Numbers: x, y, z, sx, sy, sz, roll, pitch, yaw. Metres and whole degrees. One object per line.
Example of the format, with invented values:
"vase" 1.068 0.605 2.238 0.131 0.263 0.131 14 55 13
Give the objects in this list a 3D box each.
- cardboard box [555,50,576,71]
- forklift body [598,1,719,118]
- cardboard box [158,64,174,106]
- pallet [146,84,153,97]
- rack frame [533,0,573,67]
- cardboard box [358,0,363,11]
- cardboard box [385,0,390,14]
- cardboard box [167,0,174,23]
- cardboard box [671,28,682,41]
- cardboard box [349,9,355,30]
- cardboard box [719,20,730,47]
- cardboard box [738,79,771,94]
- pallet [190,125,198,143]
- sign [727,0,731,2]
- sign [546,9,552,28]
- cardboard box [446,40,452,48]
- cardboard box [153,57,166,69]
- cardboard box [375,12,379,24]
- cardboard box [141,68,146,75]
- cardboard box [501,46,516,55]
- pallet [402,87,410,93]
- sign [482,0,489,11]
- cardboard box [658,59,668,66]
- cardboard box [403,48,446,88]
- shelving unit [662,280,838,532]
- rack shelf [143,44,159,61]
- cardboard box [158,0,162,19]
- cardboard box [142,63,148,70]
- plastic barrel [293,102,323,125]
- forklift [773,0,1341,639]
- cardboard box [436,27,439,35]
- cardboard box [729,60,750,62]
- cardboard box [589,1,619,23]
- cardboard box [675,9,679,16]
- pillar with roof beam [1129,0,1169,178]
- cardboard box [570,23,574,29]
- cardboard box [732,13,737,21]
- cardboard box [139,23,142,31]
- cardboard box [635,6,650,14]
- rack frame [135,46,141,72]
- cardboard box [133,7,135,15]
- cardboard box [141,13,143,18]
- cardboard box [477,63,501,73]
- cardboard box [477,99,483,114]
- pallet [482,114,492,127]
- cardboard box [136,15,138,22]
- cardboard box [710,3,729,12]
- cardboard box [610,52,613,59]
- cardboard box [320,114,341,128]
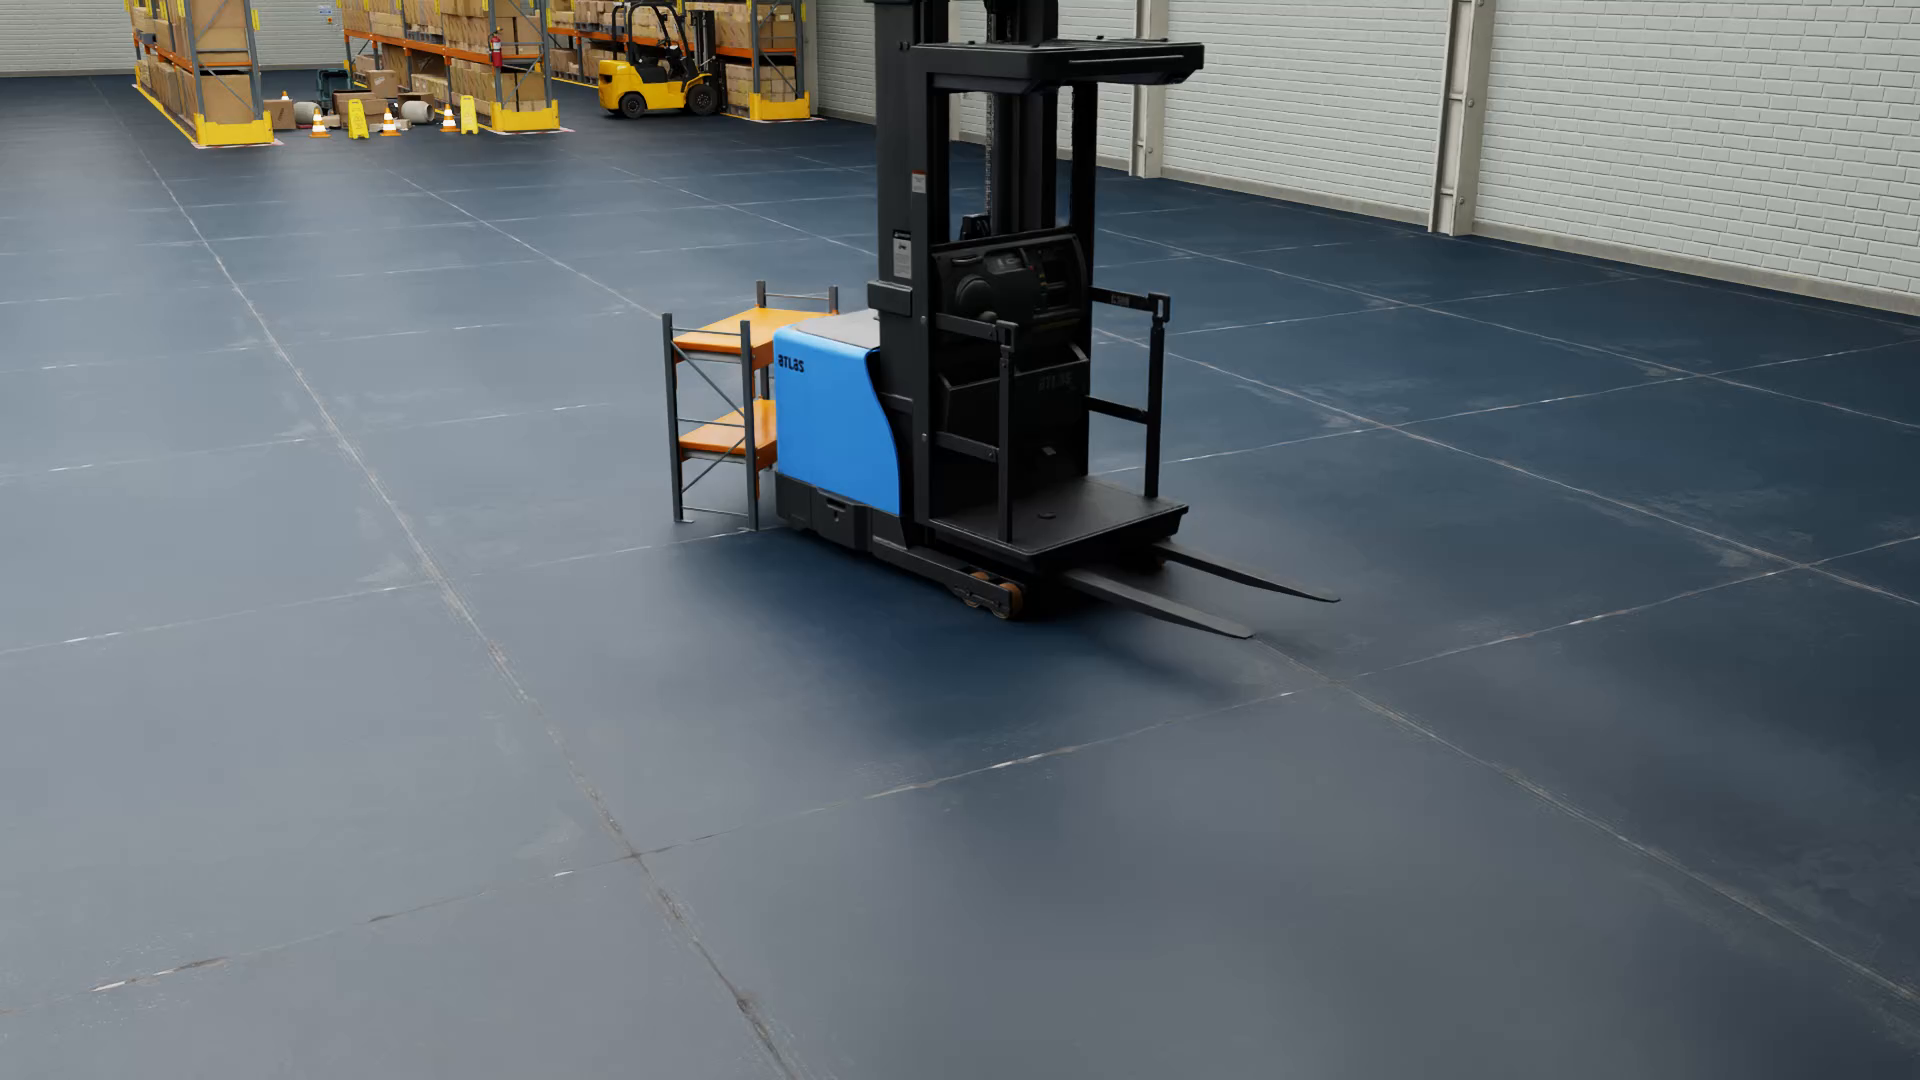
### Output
"cardboard box" -10.386 -12.682 43.973 0.500 0.500 0.500 -10 21 -26
"forklift body" -6.036 -9.541 32.985 2.313 2.155 1.214 -10 21 -27
"cardboard box" -15.376 -9.108 33.232 1.050 0.750 0.750 -10 21 -26
"pallet" -18.254 -10.429 38.532 1.003 0.211 1.213 -10 21 -27
"rack frame" -11.128 -14.274 45.399 1.000 3.000 0.127 -10 21 -27
"cardboard box" -14.296 -13.115 40.355 0.500 0.500 0.500 -10 22 -27
"cardboard box" -12.652 -12.125 37.485 0.500 0.500 0.500 -10 21 -27
"cardboard box" -13.960 -9.734 30.356 0.875 0.550 0.550 -10 21 -27
"cardboard box" -5.899 -10.862 35.742 0.500 0.250 0.500 -9 21 -25
"cardboard box" -15.029 -13.079 41.784 0.500 0.500 0.500 -10 21 -27
"cardboard box" -4.477 -10.126 33.225 0.500 0.500 0.500 -10 22 -28
"cardboard box" -4.037 -8.907 32.651 0.500 0.250 0.500 -10 22 -27
"pallet" -12.654 -7.014 28.636 1.003 0.211 1.213 -10 21 -27
"sign" -4.942 -11.362 35.512 0.100 0.325 0.005 -10 21 -27
"sign" -7.419 -9.404 29.959 0.100 0.325 0.005 -10 21 -27
"cardboard box" -9.929 -9.800 32.820 0.380 0.149 0.250 -10 21 -27
"cardboard box" -17.036 -10.230 35.720 0.500 0.250 0.500 -9 21 -25
"cardboard box" -13.362 -12.206 38.869 0.500 0.250 0.500 -10 21 -26
"cardboard box" -19.479 -11.275 39.979 0.380 0.149 0.250 -9 21 -25
"cardboard box" -8.263 -8.866 30.113 0.380 0.149 0.250 -9 21 -25
"pallet" -12.004 -10.127 37.657 1.003 0.211 1.213 -10 21 -27
"sign" -8.395 -9.527 29.384 0.100 0.325 0.005 -10 21 -27
"cardboard box" -6.408 -10.493 37.437 0.875 0.625 0.625 -11 22 -29
"cardboard box" -11.951 -10.613 37.402 0.875 0.875 0.875 -10 22 -27
"shelving unit" -1.110 -0.762 9.115 0.538 1.125 1.048 7 20 21
"rack shelf" -16.954 -10.646 35.987 1.077 0.370 4.000 -10 21 -27
"cardboard box" -15.800 -10.801 33.649 0.700 0.500 0.500 -10 21 -27
"cardboard box" -18.986 -11.117 39.065 0.380 0.149 0.250 -11 22 -29
"plastic barrel" -12.216 -7.958 31.044 0.512 0.421 0.421 4 19 11
"forklift" 0.391 -1.212 7.650 1.130 2.935 3.031 -17 25 -40
"cardboard box" -10.393 -10.322 33.689 0.380 0.149 0.250 -11 22 -28
"cardboard box" -4.544 -9.799 34.468 0.500 0.250 0.500 -10 21 -26
"cardboard box" -8.577 -12.824 40.400 0.700 0.500 0.500 -10 21 -27
"cardboard box" -5.926 -11.318 35.685 0.380 0.149 0.250 -10 22 -27
"pillar with roof beam" -1.158 -8.745 20.178 9.100 9.000 0.400 -10 21 -27
"cardboard box" -9.745 -13.131 42.471 0.380 0.149 0.250 -9 21 -25
"cardboard box" -4.266 -10.317 32.783 0.380 0.149 0.250 -10 21 -27
"cardboard box" -17.380 -11.009 35.677 0.380 0.149 0.250 -11 22 -29
"cardboard box" -7.165 -12.048 37.800 0.380 0.149 0.250 -9 21 -25
"rack frame" -19.803 -12.708 40.862 1.000 3.000 0.127 -10 21 -27
"cardboard box" -18.121 -11.737 36.875 0.380 0.149 0.250 -9 21 -24
"cardboard box" -16.882 -10.990 34.711 0.380 0.149 0.250 -9 21 -25
"cardboard box" -8.740 -8.755 30.833 0.380 0.149 0.250 -9 21 -25
"cardboard box" -8.756 -8.150 31.223 0.500 0.250 0.500 -10 21 -26
"pallet" -8.288 -7.853 31.067 1.003 0.211 1.213 -10 21 -27
"cardboard box" -17.749 -11.373 36.278 0.380 0.149 0.250 -11 22 -29
"cardboard box" -4.858 -10.829 33.811 0.380 0.149 0.250 -10 21 -27
"cardboard box" -8.234 -11.714 40.173 0.380 0.149 0.250 -10 22 -27
"cardboard box" -11.668 -7.763 30.721 0.396 0.266 0.258 -6 20 -17
